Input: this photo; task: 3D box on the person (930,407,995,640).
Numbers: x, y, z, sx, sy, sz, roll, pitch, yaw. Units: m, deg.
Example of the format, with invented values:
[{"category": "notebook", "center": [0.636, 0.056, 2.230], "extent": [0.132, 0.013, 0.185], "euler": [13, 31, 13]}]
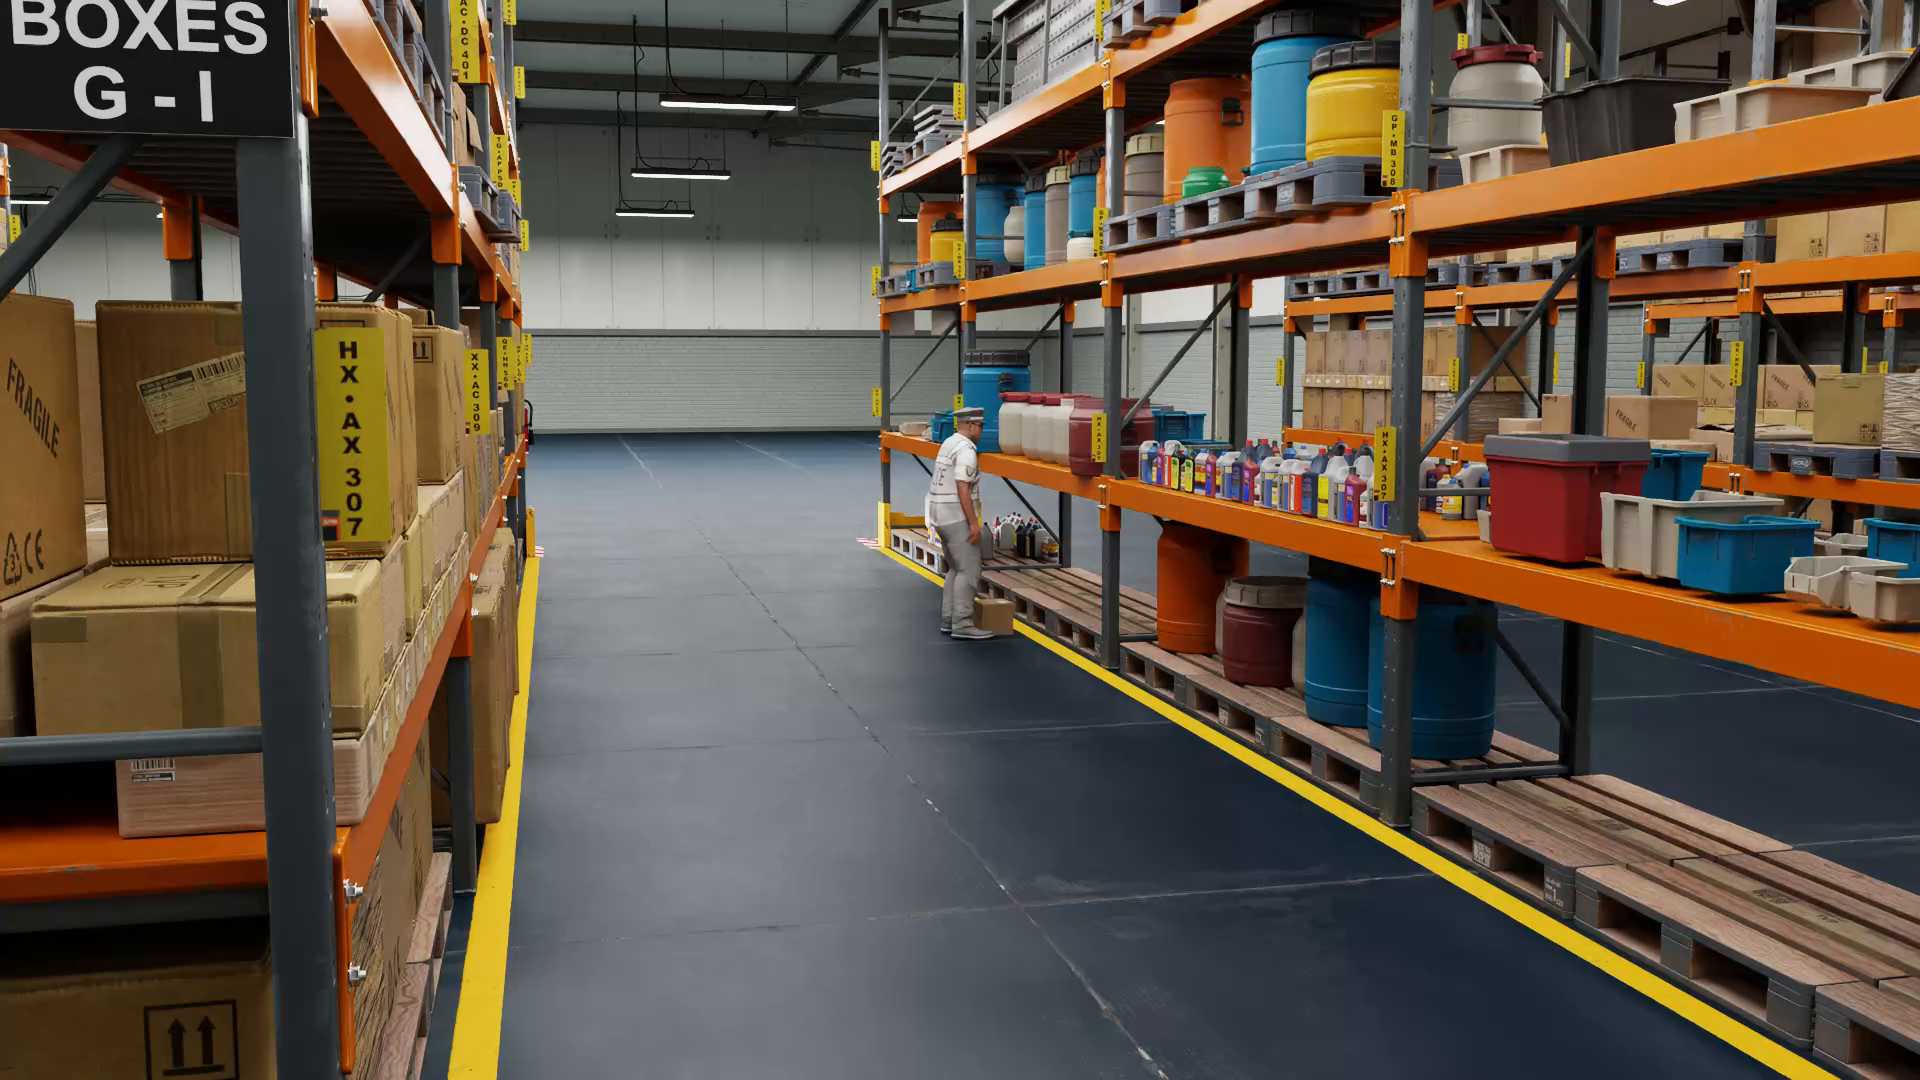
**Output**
[{"category": "person", "center": [-0.004, -0.139, 12.718], "extent": [0.432, 1.748, 0.585], "euler": [-2, 6, -14]}]
